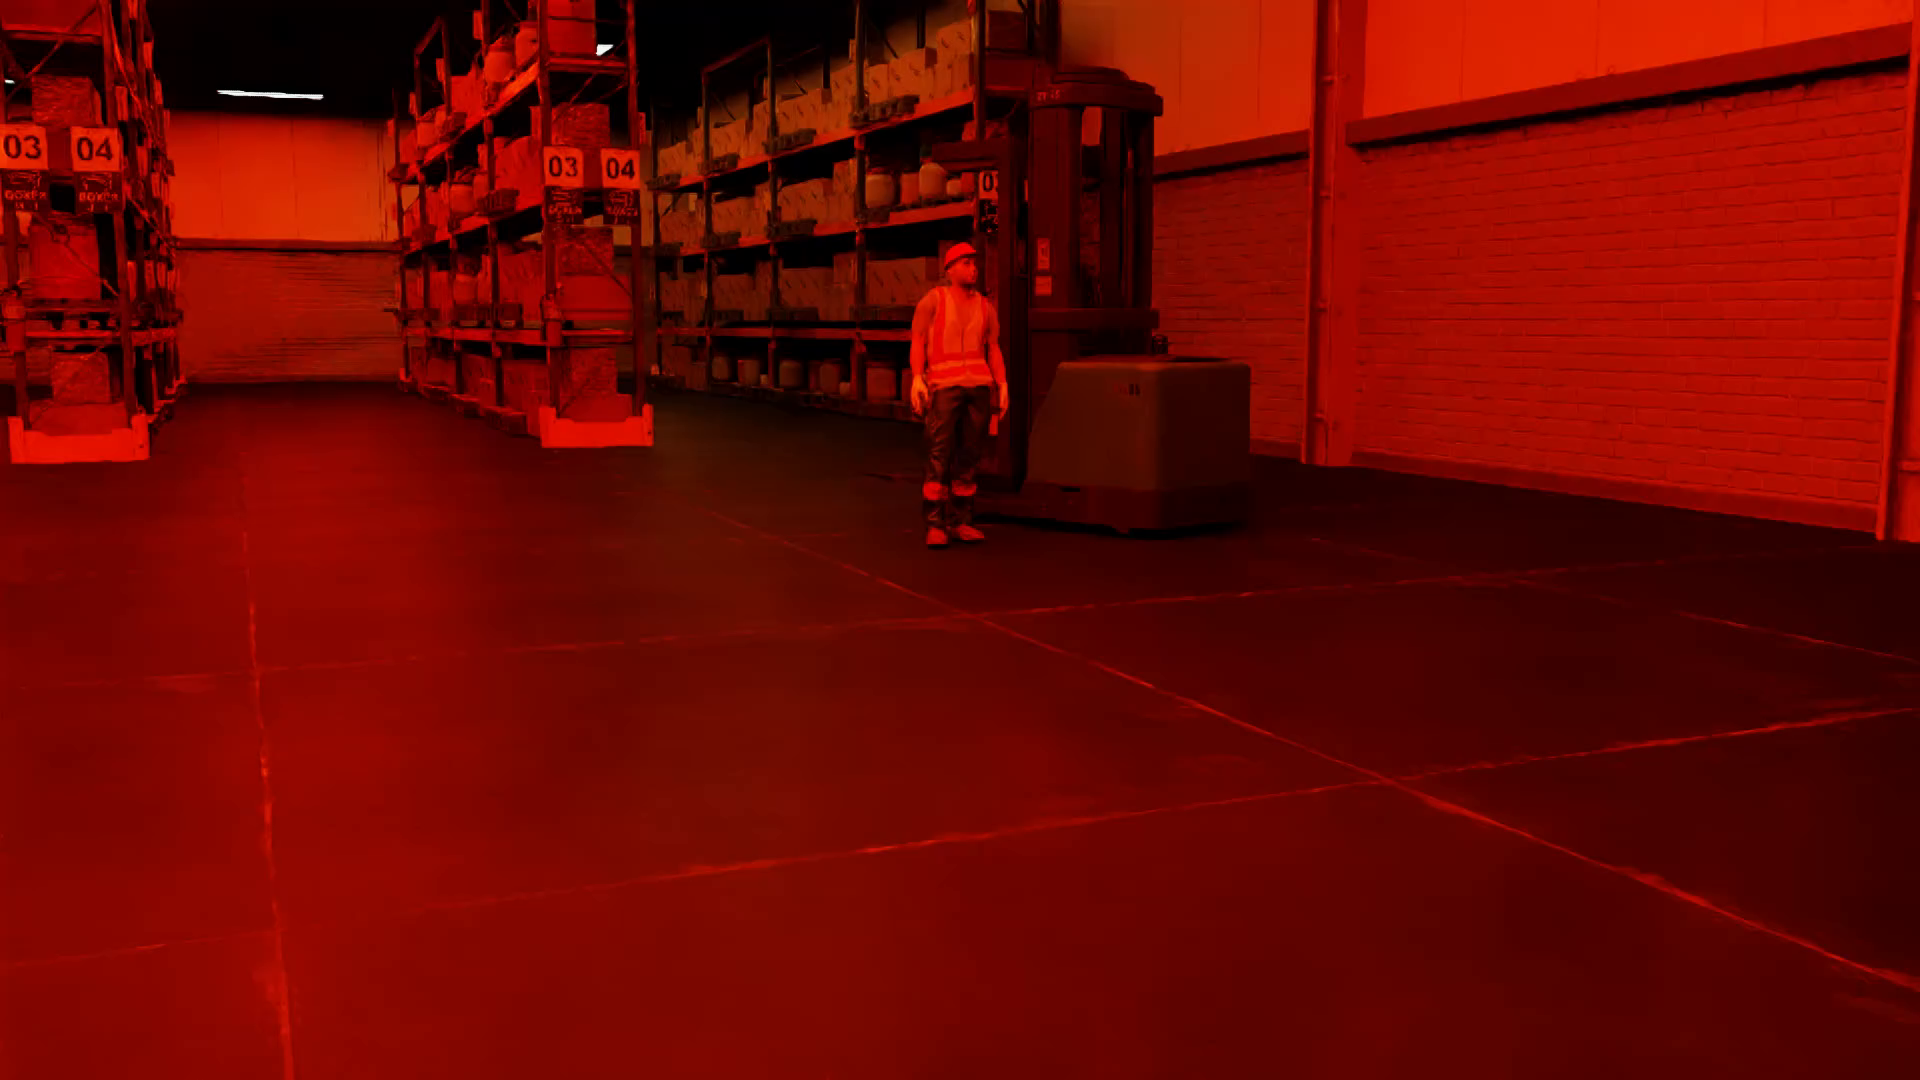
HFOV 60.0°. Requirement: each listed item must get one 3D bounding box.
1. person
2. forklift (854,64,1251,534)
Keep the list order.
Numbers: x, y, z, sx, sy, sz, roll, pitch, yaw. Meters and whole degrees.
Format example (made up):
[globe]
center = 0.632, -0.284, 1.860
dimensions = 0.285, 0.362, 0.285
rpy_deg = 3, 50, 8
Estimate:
[person]
center = 0.022, -0.883, 9.959
dimensions = 0.637, 1.787, 0.563
rpy_deg = -3, 8, -23
[forklift]
center = 0.496, -1.629, 11.297
dimensions = 1.130, 2.935, 3.031
rpy_deg = -7, 10, -43
